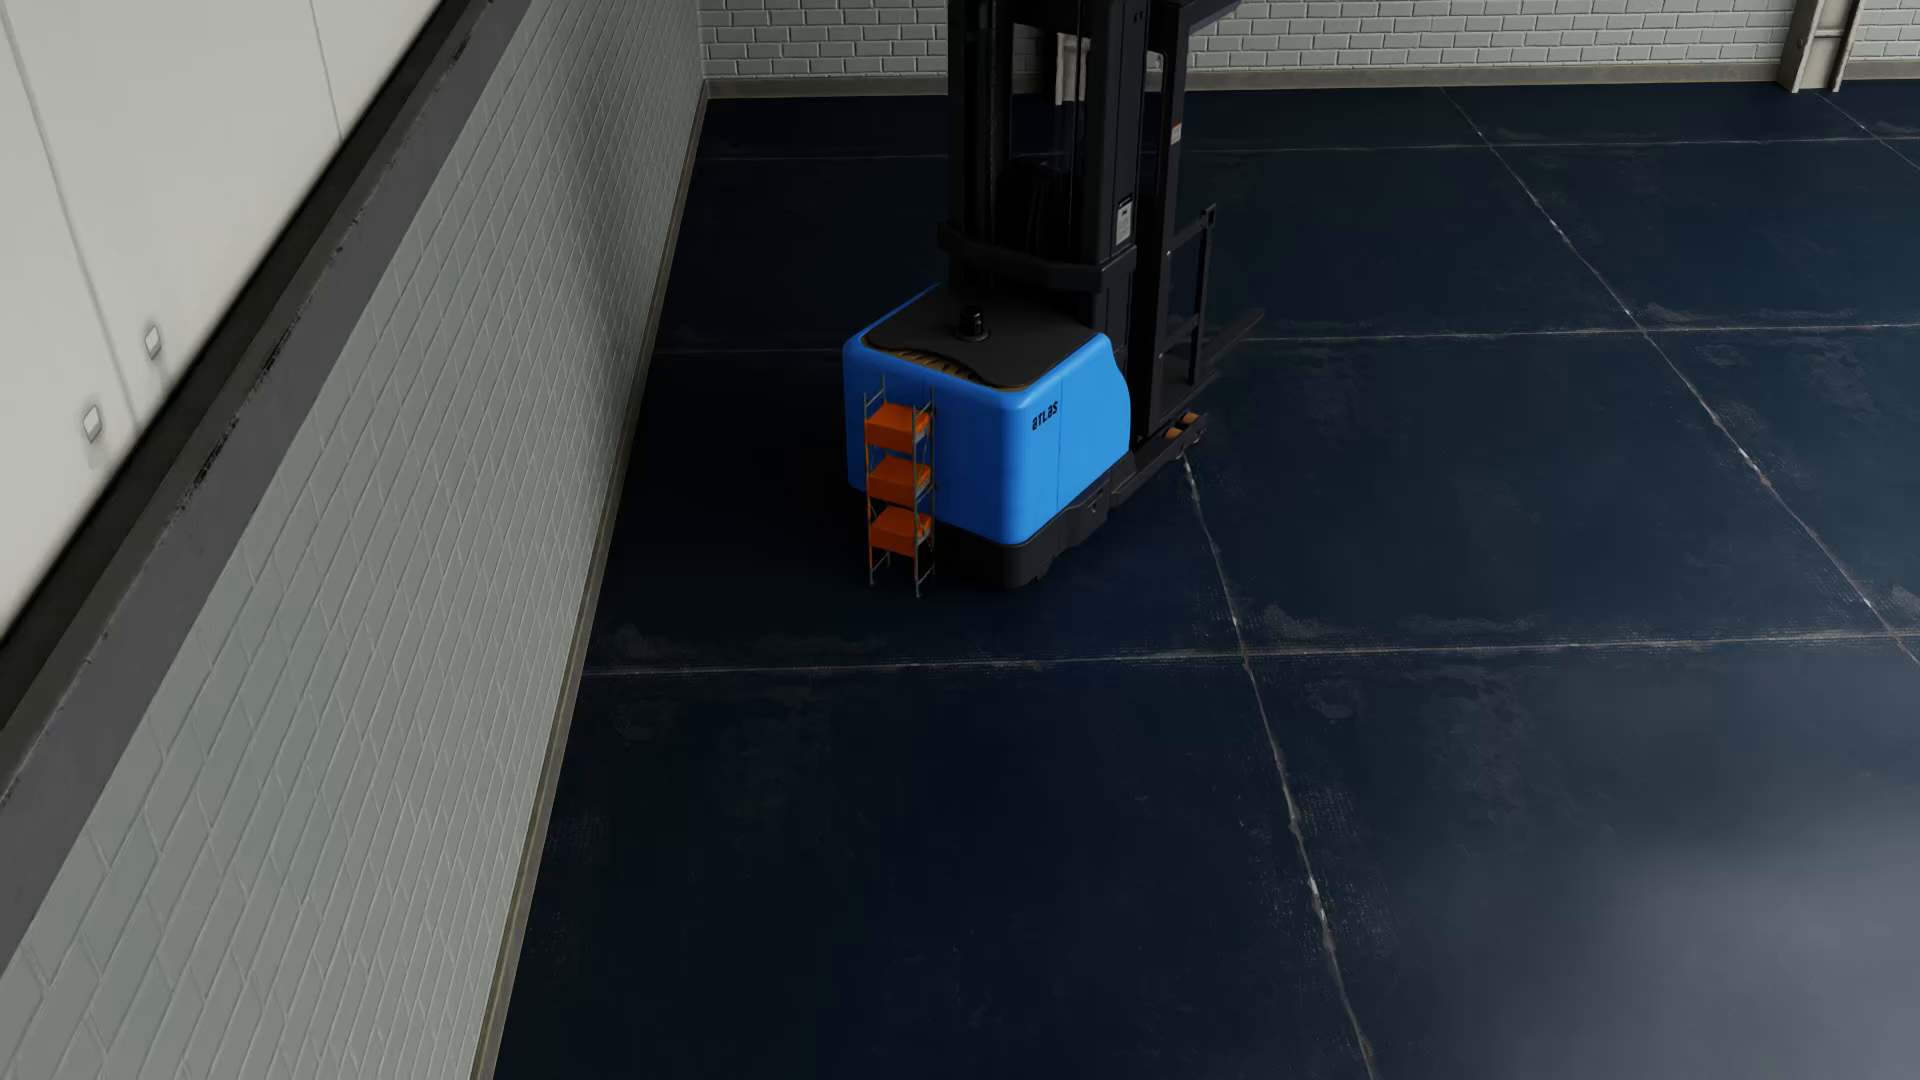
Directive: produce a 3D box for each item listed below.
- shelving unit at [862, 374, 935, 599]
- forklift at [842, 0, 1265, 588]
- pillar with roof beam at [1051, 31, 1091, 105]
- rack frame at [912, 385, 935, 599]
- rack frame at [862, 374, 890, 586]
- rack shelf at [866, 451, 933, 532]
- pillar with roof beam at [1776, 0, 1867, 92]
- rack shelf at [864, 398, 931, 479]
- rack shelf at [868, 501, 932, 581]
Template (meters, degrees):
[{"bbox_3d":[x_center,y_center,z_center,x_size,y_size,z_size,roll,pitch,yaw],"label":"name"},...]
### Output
[{"bbox_3d":[-0.274,-0.234,7.666,0.252,1.050,0.215,15,37,20],"label":"shelving unit"},{"bbox_3d":[0.680,-1.775,8.240,1.130,2.935,3.031,21,40,27],"label":"forklift"},{"bbox_3d":[1.150,-4.819,7.305,0.400,9.000,9.100,-2,35,-2],"label":"pillar with roof beam"},{"bbox_3d":[-0.164,-0.205,7.623,0.008,1.050,0.200,15,37,20],"label":"rack frame"},{"bbox_3d":[-0.385,-0.263,7.708,0.008,1.050,0.200,15,37,20],"label":"rack frame"},{"bbox_3d":[-0.274,-0.225,7.672,0.240,0.259,0.215,15,37,20],"label":"rack shelf"},{"bbox_3d":[7.144,-4.980,7.539,0.400,9.000,9.100,-2,35,-2],"label":"pillar with roof beam"},{"bbox_3d":[-0.274,-0.459,7.510,0.240,0.259,0.215,15,37,20],"label":"rack shelf"},{"bbox_3d":[-0.274,0.003,7.830,0.240,0.259,0.215,15,37,20],"label":"rack shelf"}]
